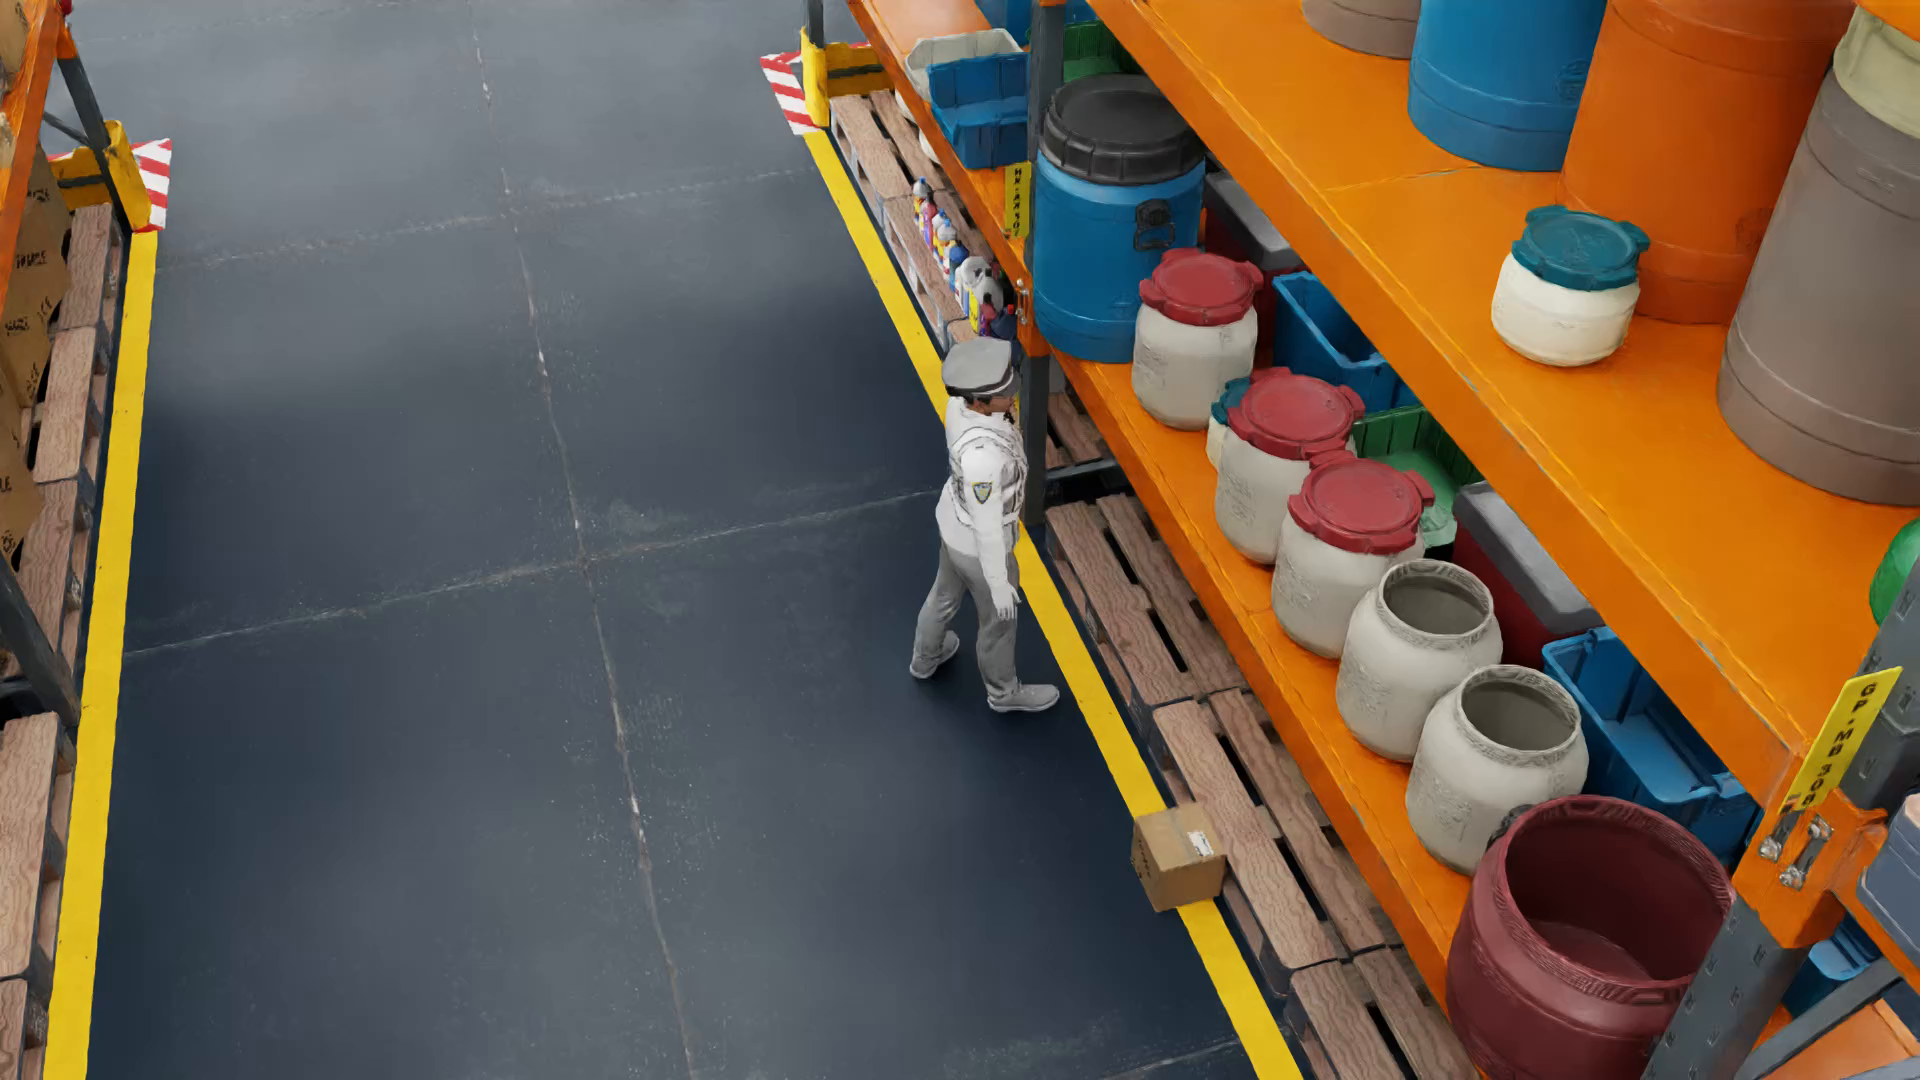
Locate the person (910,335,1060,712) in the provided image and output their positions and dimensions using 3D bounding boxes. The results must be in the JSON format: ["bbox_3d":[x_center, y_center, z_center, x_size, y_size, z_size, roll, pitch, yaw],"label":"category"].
[{"bbox_3d":[0.102,-0.013,6.139,0.561,1.666,0.644,-8,43,-9],"label":"person"}]
